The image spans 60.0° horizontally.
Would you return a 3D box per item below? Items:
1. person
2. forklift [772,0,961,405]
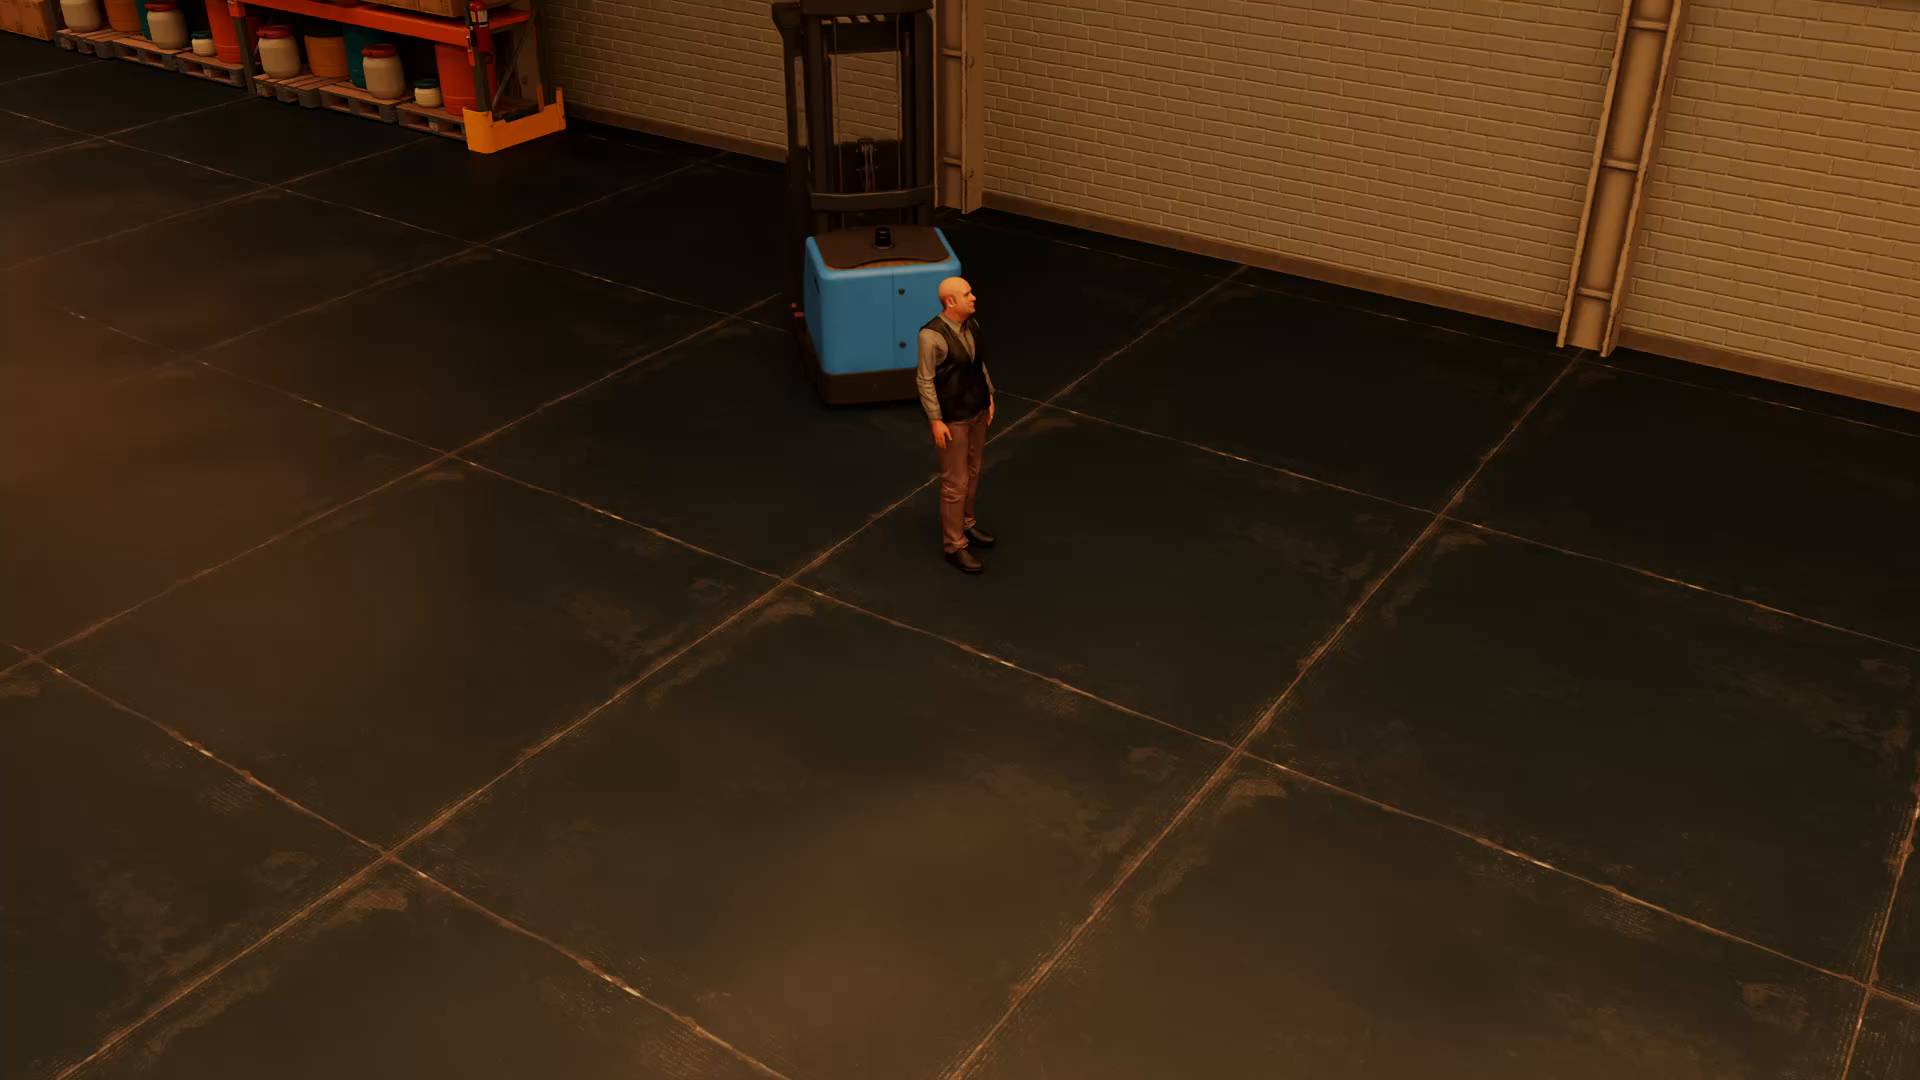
[{"bbox_3d":[0.048,-0.730,10.029,0.566,1.722,0.633,19,35,29],"label":"person"},{"bbox_3d":[-0.790,-2.969,12.694,1.130,2.935,3.031,-6,31,-11],"label":"forklift"}]
